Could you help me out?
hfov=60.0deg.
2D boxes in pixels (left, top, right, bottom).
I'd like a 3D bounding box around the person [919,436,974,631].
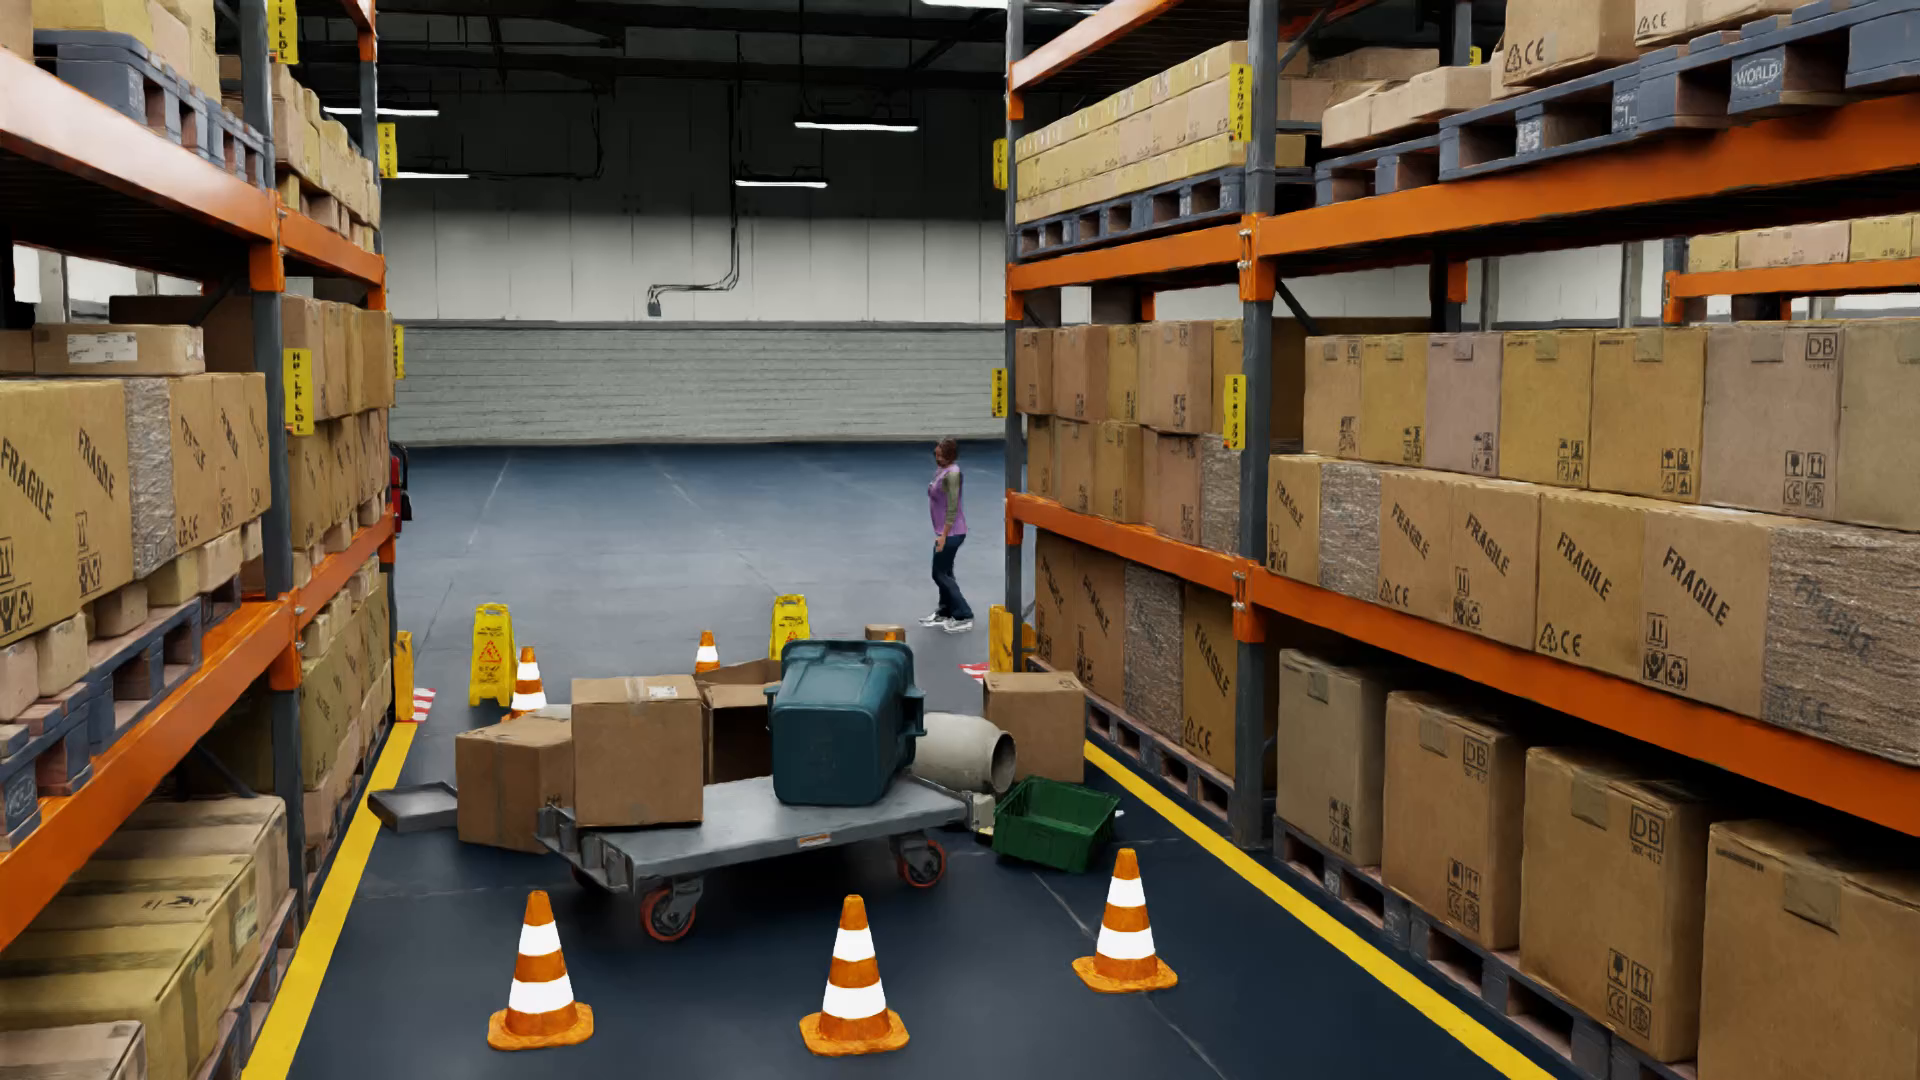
[{"bbox_3d":[-0.115,-0.044,13.414,0.442,1.556,0.544,0,6,-1],"label":"person"}]
